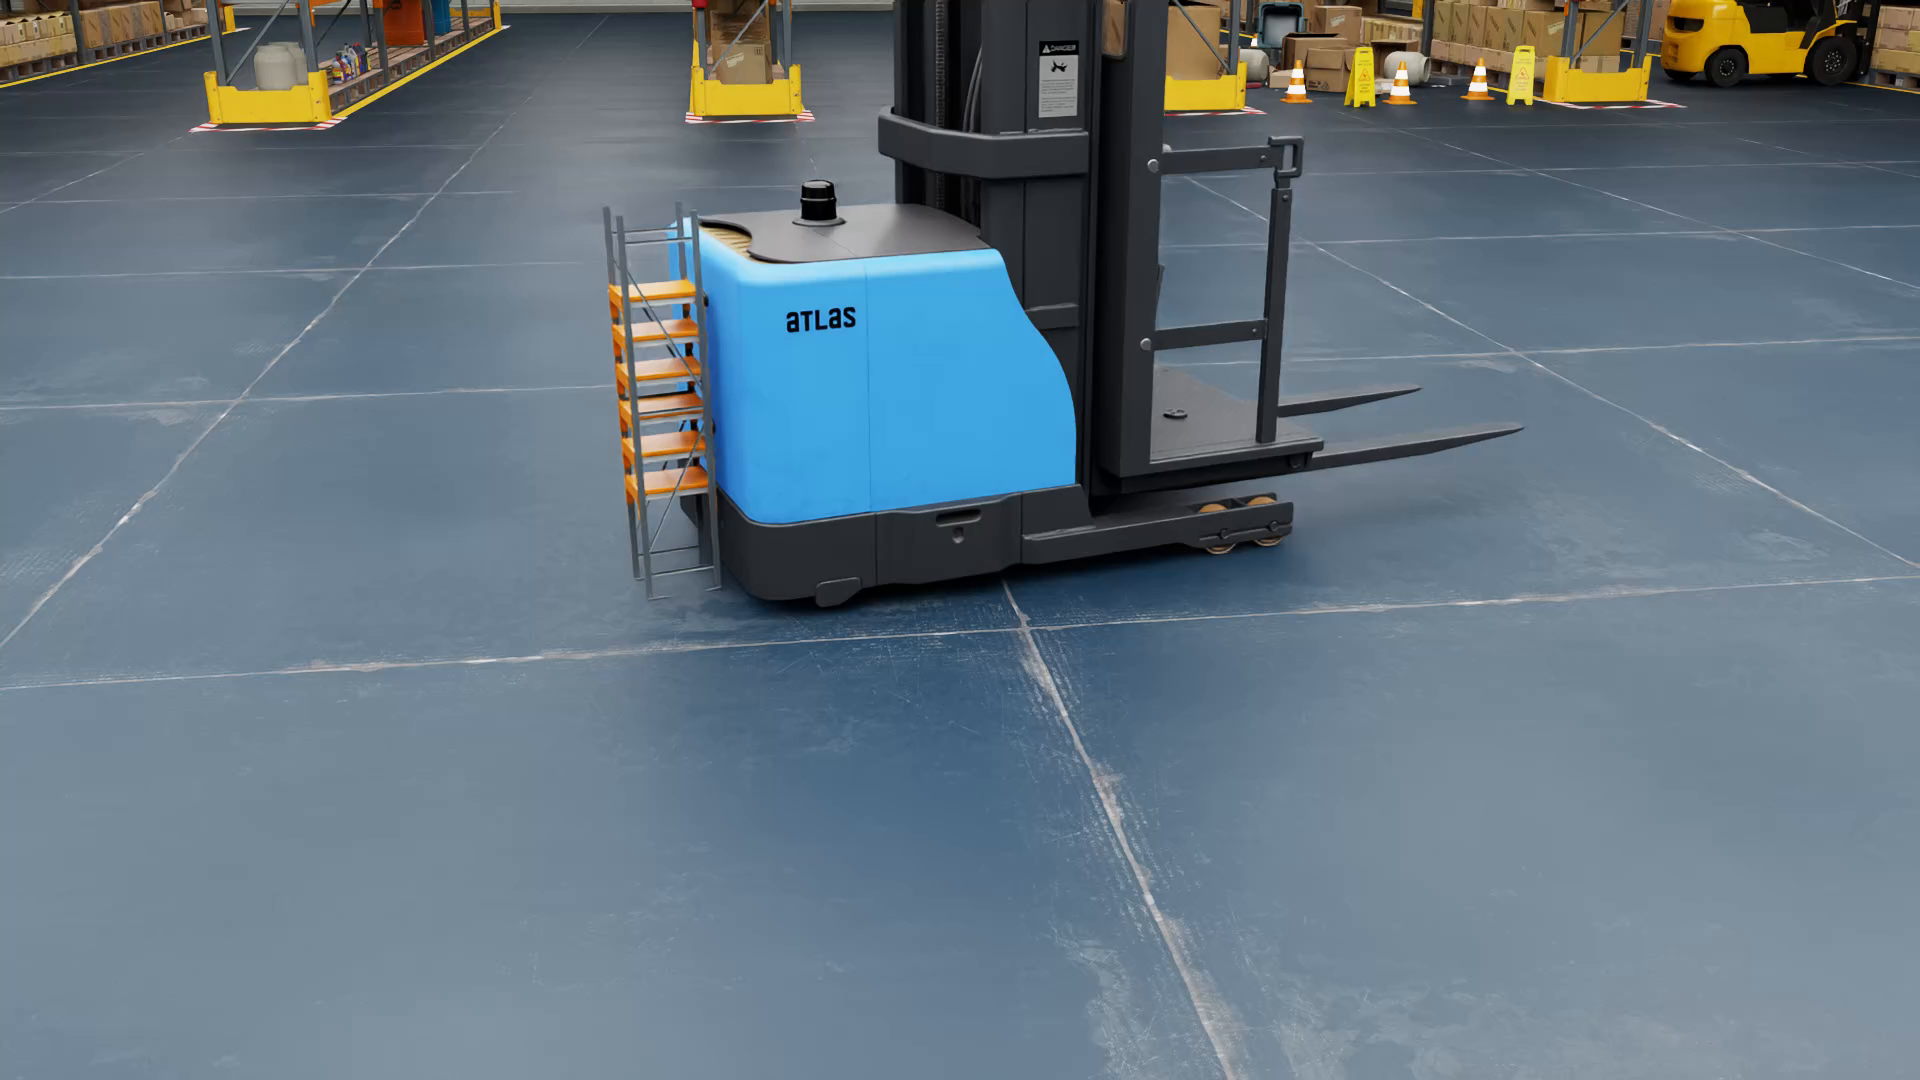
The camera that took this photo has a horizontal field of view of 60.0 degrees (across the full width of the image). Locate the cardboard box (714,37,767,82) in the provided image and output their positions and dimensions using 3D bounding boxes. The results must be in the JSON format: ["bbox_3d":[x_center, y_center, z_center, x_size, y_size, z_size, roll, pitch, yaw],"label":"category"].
[{"bbox_3d":[-2.512,-5.515,19.167,0.500,0.500,0.500,2,21,6],"label":"cardboard box"}]

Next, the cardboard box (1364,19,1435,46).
[{"bbox_3d":[6.625,-7.588,24.901,0.950,0.372,0.625,-2,21,-6],"label":"cardboard box"}]

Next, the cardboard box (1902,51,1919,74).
[{"bbox_3d":[12.019,-5.874,20.485,0.500,0.250,0.500,-3,21,-7],"label":"cardboard box"}]

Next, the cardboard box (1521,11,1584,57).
[{"bbox_3d":[7.115,-6.091,19.994,0.500,0.500,0.500,-3,21,-7],"label":"cardboard box"}]

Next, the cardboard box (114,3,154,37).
[{"bbox_3d":[-13.434,-8.430,26.944,0.500,0.500,0.500,-3,21,-8],"label":"cardboard box"}]

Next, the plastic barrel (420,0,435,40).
[{"bbox_3d":[-8.623,-8.213,26.266,0.600,0.588,0.708,-3,21,-8],"label":"plastic barrel"}]

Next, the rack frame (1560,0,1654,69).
[{"bbox_3d":[7.488,-6.567,19.010,1.000,3.000,0.127,-3,21,-8],"label":"rack frame"}]

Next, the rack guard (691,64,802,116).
[{"bbox_3d":[-2.329,-4.922,18.180,1.175,0.500,0.348,-3,21,-8],"label":"rack guard"}]

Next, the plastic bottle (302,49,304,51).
[{"bbox_3d":[-8.110,-5.889,20.460,0.152,0.276,0.135,-2,21,-6],"label":"plastic bottle"}]

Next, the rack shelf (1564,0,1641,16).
[{"bbox_3d":[7.200,-6.922,20.990,1.077,0.370,4.000,-3,21,-8],"label":"rack shelf"}]

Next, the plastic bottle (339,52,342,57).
[{"bbox_3d":[-7.442,-5.735,20.037,0.061,0.283,0.133,-3,21,-8],"label":"plastic bottle"}]

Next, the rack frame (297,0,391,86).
[{"bbox_3d":[-7.796,-7.202,20.711,1.000,3.000,0.127,-3,21,-8],"label":"rack frame"}]

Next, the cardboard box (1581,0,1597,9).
[{"bbox_3d":[10.911,-8.923,28.292,0.500,0.500,0.500,-3,21,-9],"label":"cardboard box"}]

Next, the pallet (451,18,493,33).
[{"bbox_3d":[-9.445,-9.763,31.554,1.003,0.211,1.213,-3,21,-8],"label":"pallet"}]

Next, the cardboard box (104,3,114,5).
[{"bbox_3d":[-13.935,-8.394,26.848,0.500,0.500,0.500,-3,21,-7],"label":"cardboard box"}]

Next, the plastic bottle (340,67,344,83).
[{"bbox_3d":[-7.187,-5.391,19.235,0.097,0.201,0.097,0,20,0],"label":"plastic bottle"}]

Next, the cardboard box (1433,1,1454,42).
[{"bbox_3d":[6.729,-6.993,22.411,0.500,0.500,0.500,-2,21,-5],"label":"cardboard box"}]

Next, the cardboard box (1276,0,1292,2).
[{"bbox_3d":[6.065,-9.400,29.032,0.875,0.875,0.875,-2,21,-6],"label":"cardboard box"}]

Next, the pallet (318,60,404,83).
[{"bbox_3d":[-7.948,-6.165,21.922,1.003,0.211,1.213,-3,21,-8],"label":"pallet"}]

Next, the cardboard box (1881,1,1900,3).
[{"bbox_3d":[12.233,-7.069,22.256,0.500,0.250,0.500,-3,21,-7],"label":"cardboard box"}]

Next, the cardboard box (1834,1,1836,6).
[{"bbox_3d":[11.729,-7.048,22.199,0.500,0.250,0.500,-2,21,-6],"label":"cardboard box"}]

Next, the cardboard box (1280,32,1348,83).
[{"bbox_3d":[4.587,-6.264,21.576,0.797,0.637,0.503,-3,21,-8],"label":"cardboard box"}]

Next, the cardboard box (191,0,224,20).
[{"bbox_3d":[-14.106,-9.967,31.060,0.500,0.500,0.500,-3,21,-8],"label":"cardboard box"}]

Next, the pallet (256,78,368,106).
[{"bbox_3d":[-7.561,-5.238,19.438,1.003,0.211,1.213,-3,21,-8],"label":"pallet"}]

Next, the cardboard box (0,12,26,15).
[{"bbox_3d":[-13.490,-7.313,23.538,0.500,0.311,0.500,-2,21,-6],"label":"cardboard box"}]

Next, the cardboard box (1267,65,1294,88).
[{"bbox_3d":[4.098,-5.884,21.090,0.396,0.266,0.258,1,20,2],"label":"cardboard box"}]

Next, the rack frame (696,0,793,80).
[{"bbox_3d":[-2.318,-6.067,17.672,1.000,3.000,0.127,-3,21,-8],"label":"rack frame"}]

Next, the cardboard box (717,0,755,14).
[{"bbox_3d":[-3.259,-7.809,24.210,0.500,0.250,0.500,-1,20,-2],"label":"cardboard box"}]

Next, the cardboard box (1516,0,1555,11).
[{"bbox_3d":[6.995,-6.518,20.212,0.380,0.149,0.250,-2,21,-6],"label":"cardboard box"}]

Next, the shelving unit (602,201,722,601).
[{"bbox_3d":[-0.910,-0.417,5.114,0.258,1.200,0.189,-9,22,-21],"label":"shelving unit"}]

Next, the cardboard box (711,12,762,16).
[{"bbox_3d":[-3.263,-7.449,24.318,0.700,0.500,0.500,-5,21,-12],"label":"cardboard box"}]

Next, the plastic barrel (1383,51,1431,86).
[{"bbox_3d":[5.692,-5.998,21.171,0.512,0.421,0.421,12,24,30],"label":"plastic barrel"}]

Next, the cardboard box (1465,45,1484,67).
[{"bbox_3d":[6.897,-6.274,21.558,0.500,0.250,0.500,-3,21,-8],"label":"cardboard box"}]

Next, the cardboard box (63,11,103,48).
[{"bbox_3d":[-13.058,-7.545,24.575,0.500,0.500,0.500,-2,21,-5],"label":"cardboard box"}]

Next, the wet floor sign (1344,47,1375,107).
[{"bbox_3d":[4.568,-5.269,18.901,0.267,0.644,0.232,-7,21,-17],"label":"wet floor sign"}]

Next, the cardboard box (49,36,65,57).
[{"bbox_3d":[-12.880,-6.899,23.229,0.500,0.250,0.500,-3,21,-8],"label":"cardboard box"}]

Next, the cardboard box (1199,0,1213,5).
[{"bbox_3d":[5.376,-10.879,33.619,0.875,0.438,0.875,-4,21,-10],"label":"cardboard box"}]

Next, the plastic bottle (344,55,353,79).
[{"bbox_3d":[-7.266,-5.612,19.725,0.097,0.271,0.097,0,20,0],"label":"plastic bottle"}]

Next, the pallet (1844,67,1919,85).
[{"bbox_3d":[12.075,-6.196,22.004,1.003,0.211,1.213,-3,21,-8],"label":"pallet"}]

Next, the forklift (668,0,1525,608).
[{"bbox_3d":[0.586,-1.486,5.505,3.031,2.935,1.130,-8,22,-21],"label":"forklift"}]

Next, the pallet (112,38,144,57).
[{"bbox_3d":[-13.518,-7.714,26.068,1.003,0.211,1.213,-3,21,-8],"label":"pallet"}]

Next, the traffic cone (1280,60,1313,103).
[{"bbox_3d":[3.933,-5.349,19.376,0.336,0.463,0.334,-3,21,-8],"label":"traffic cone"}]

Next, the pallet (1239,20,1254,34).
[{"bbox_3d":[5.726,-9.682,31.338,1.003,0.211,1.213,-3,21,-8],"label":"pallet"}]

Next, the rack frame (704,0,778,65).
[{"bbox_3d":[-2.895,-7.452,21.380,1.000,3.000,0.127,-3,21,-8],"label":"rack frame"}]

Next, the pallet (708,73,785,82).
[{"bbox_3d":[-2.584,-5.491,20.117,1.003,0.211,1.213,-3,21,-8],"label":"pallet"}]

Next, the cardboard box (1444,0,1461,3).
[{"bbox_3d":[6.688,-7.251,22.174,0.380,0.149,0.250,-3,21,-7],"label":"cardboard box"}]

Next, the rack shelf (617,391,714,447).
[{"bbox_3d":[-0.910,-0.376,5.130,0.258,0.103,0.180,-9,22,-21],"label":"rack shelf"}]

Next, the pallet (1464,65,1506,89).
[{"bbox_3d":[7.223,-5.991,21.455,1.003,0.211,1.213,-3,21,-8],"label":"pallet"}]

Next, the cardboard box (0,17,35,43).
[{"bbox_3d":[-12.734,-6.812,22.197,0.500,0.311,0.500,-2,21,-6],"label":"cardboard box"}]

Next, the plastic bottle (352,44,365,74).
[{"bbox_3d":[-7.390,-5.892,20.362,0.144,0.351,0.185,-4,21,-10],"label":"plastic bottle"}]
